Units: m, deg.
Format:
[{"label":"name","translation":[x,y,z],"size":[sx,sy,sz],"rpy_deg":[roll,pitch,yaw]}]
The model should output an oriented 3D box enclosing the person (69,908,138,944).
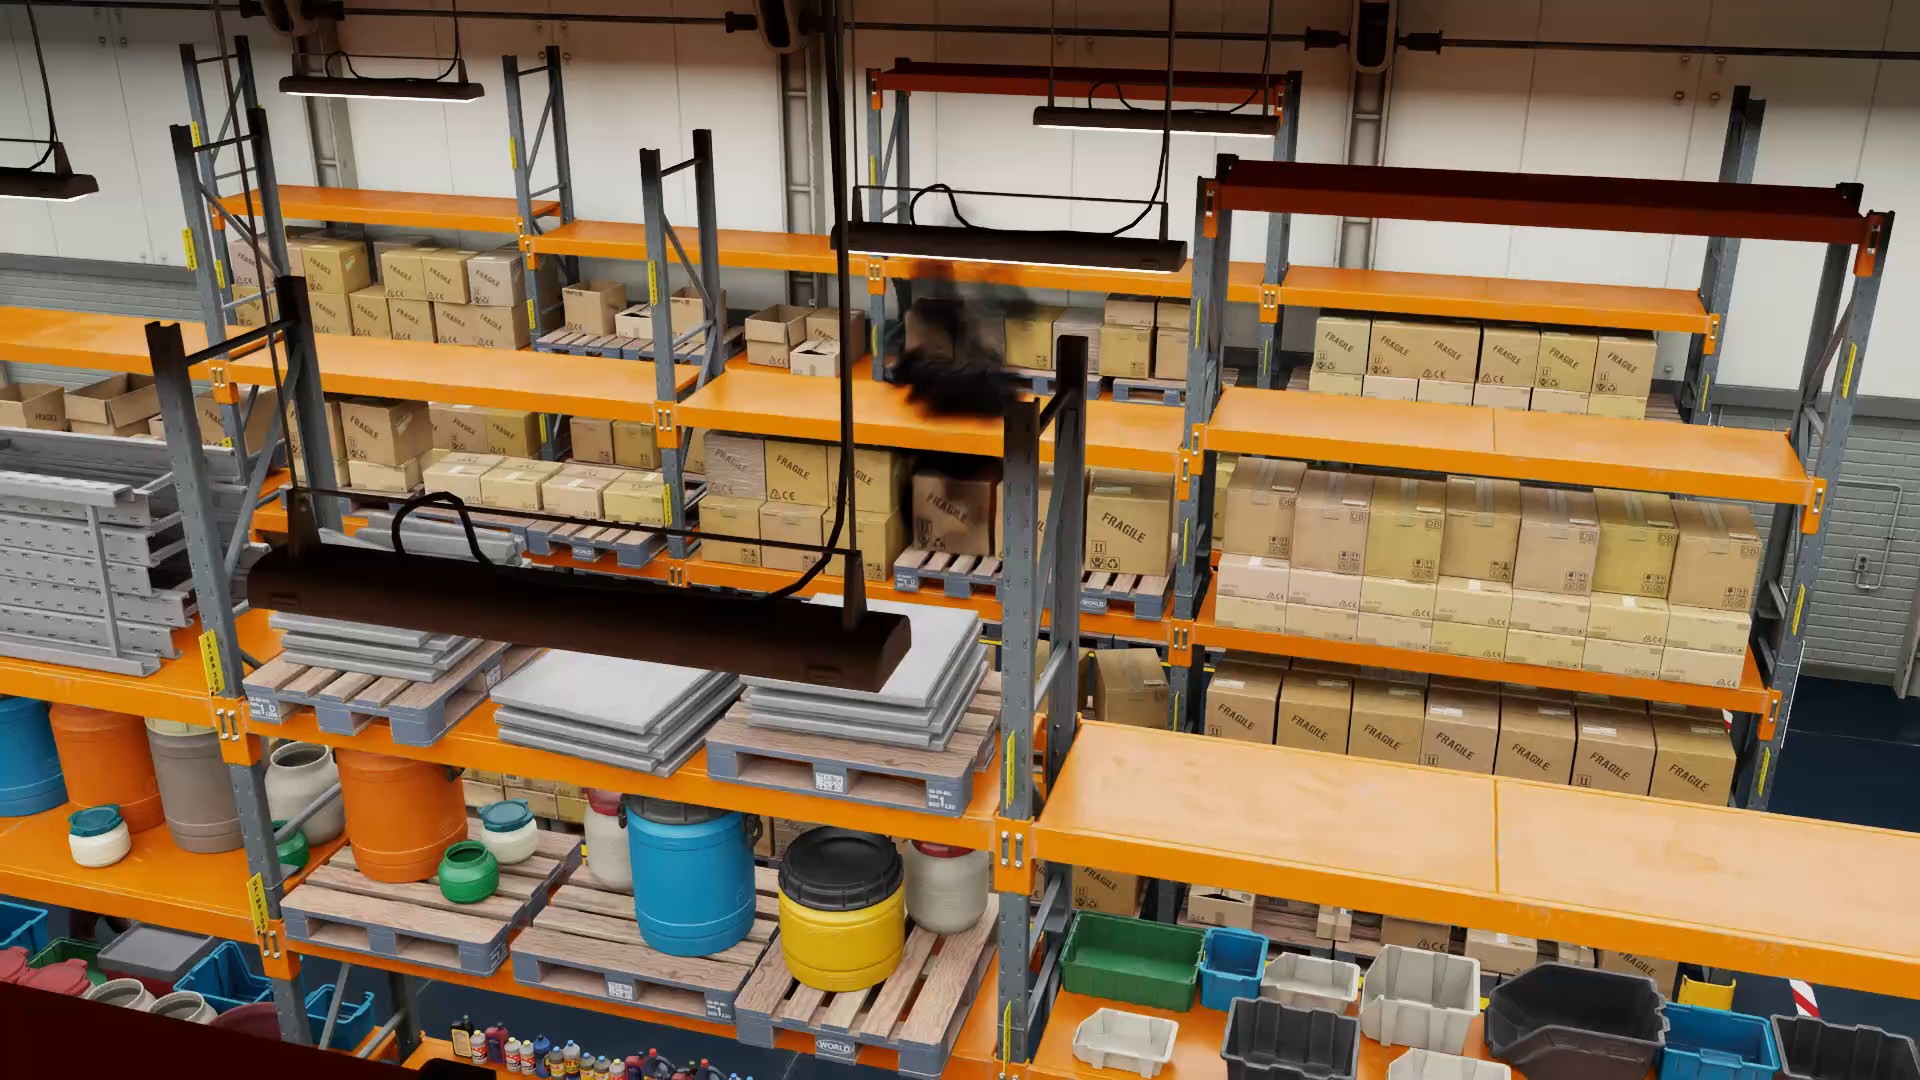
[{"label":"person","translation":[-6.371,2.557,12.296],"size":[0.906,1.715,0.661],"rpy_deg":[1,23,3]}]
